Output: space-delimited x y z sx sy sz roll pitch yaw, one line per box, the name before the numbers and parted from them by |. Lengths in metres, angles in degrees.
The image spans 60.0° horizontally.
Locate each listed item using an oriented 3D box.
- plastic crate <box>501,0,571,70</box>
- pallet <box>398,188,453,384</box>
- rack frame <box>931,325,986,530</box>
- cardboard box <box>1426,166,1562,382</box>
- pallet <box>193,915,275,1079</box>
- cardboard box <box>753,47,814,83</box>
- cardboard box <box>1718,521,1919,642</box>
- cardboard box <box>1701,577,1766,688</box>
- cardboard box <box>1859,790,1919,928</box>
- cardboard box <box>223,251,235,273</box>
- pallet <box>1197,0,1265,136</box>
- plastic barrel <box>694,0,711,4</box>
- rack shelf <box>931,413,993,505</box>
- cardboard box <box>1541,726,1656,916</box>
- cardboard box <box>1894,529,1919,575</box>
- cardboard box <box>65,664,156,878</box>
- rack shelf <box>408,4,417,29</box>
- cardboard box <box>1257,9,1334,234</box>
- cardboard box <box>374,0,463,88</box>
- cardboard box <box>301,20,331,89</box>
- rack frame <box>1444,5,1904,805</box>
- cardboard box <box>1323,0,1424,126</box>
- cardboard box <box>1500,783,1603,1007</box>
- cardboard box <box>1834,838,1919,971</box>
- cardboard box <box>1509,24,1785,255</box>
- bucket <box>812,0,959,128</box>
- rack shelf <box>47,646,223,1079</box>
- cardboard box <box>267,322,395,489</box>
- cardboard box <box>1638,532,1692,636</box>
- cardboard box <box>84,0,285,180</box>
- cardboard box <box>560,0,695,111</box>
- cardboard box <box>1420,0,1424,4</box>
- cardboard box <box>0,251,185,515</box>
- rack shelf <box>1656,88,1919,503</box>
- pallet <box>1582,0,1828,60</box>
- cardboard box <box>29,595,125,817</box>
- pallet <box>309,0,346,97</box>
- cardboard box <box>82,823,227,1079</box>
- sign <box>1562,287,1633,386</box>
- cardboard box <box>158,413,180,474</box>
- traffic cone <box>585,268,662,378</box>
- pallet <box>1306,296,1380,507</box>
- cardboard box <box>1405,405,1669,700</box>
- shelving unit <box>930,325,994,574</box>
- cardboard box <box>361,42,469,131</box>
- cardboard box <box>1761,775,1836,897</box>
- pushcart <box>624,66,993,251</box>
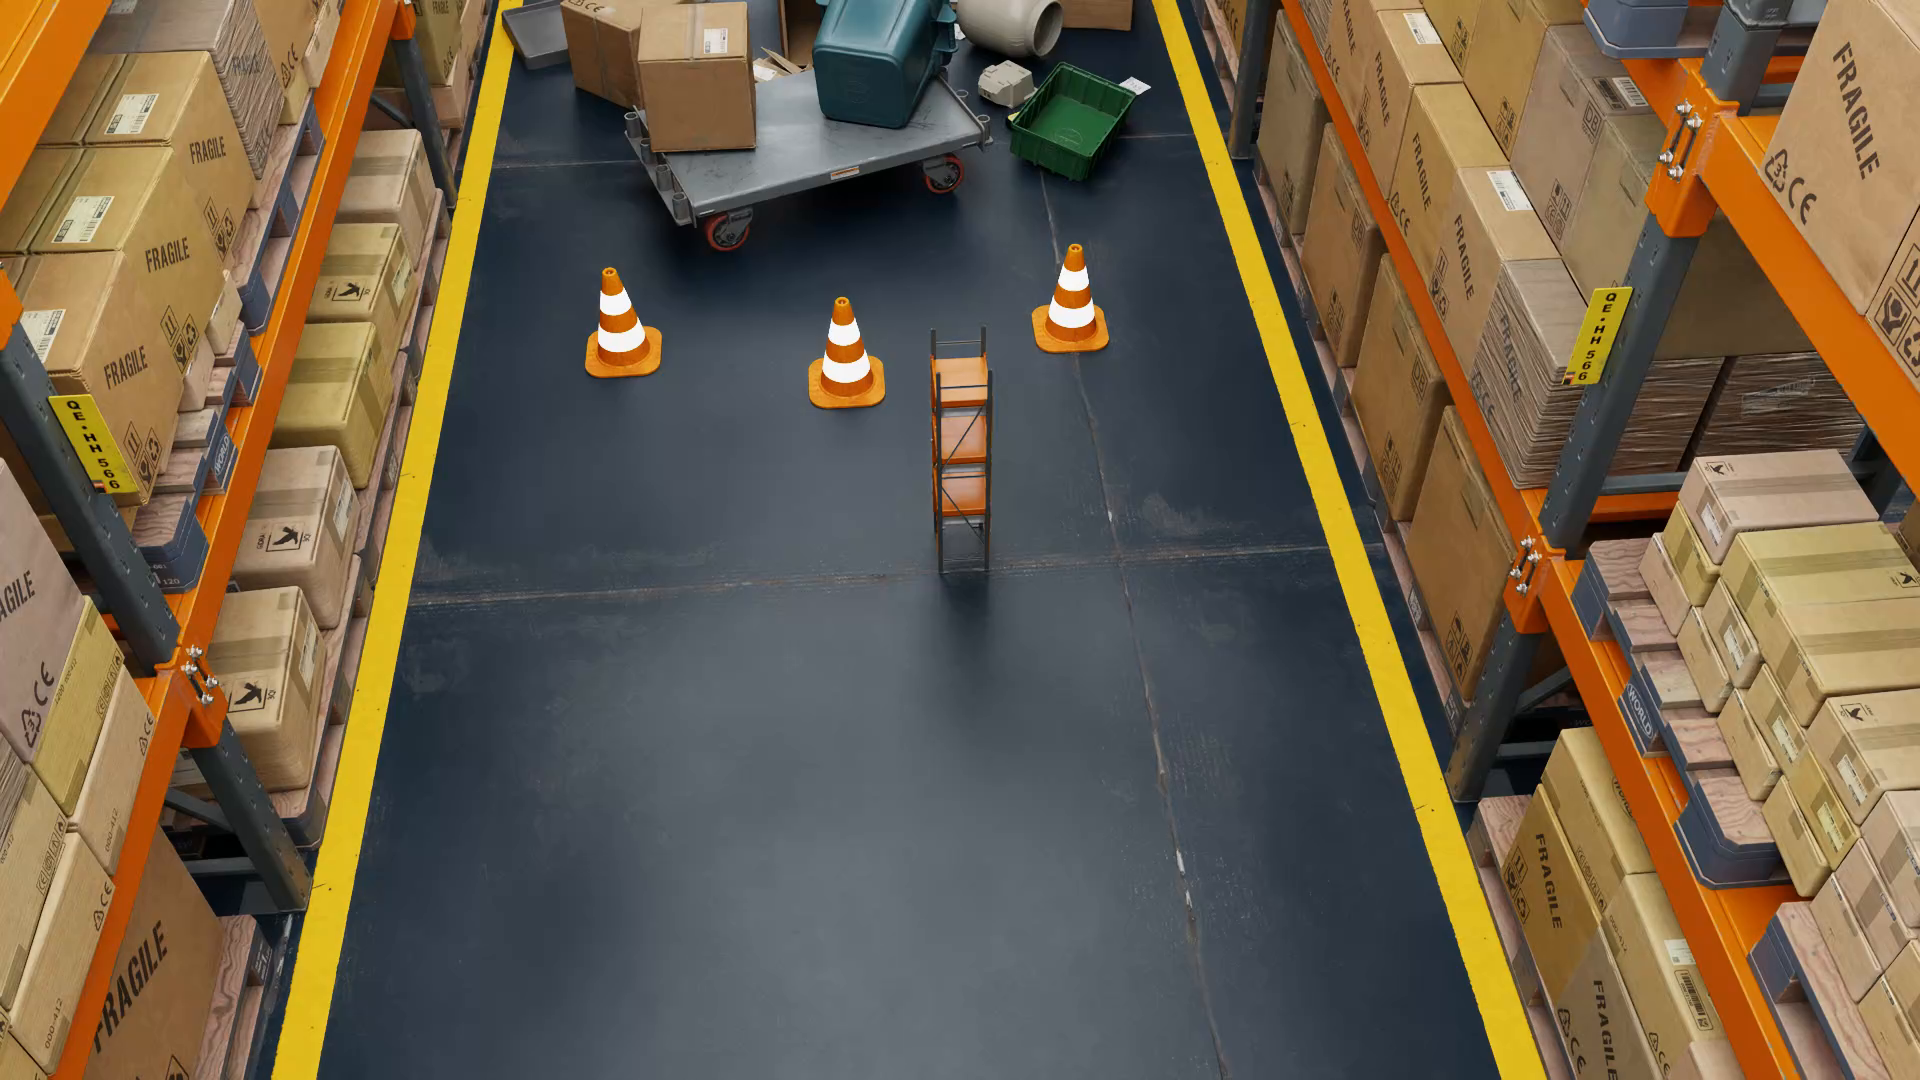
plastic crate | -2.339 -2.875 9.418 0.402 0.080 0.583 -19 49 -17
pallet | -2.958 -1.171 7.714 1.003 0.211 1.213 -3 47 -3
rack frame | -0.006 -0.411 6.416 0.200 1.050 0.008 -3 47 -3
cardboard box | 1.889 -0.878 5.447 0.500 0.500 0.500 -3 47 -3
pallet | -2.699 1.735 4.962 1.003 0.211 1.213 -3 47 -3
cardboard box | -0.954 -2.473 8.909 0.258 0.266 0.396 -36 56 -29
cardboard box | 2.105 0.105 4.059 0.380 0.149 0.250 -5 47 -4
cardboard box | 2.100 0.225 4.150 0.380 0.149 0.250 -1 47 -1
cardboard box | 2.167 0.670 3.524 0.380 0.149 0.250 -2 47 -1
cardboard box | -2.599 -0.881 5.402 0.380 0.149 0.250 -1 47 -1
pallet | 1.914 -2.663 9.127 1.003 0.211 1.213 -3 47 -3
plastic barrel | -1.678 -3.299 9.583 0.512 0.421 0.421 27 52 23
rack shelf | 0.004 -0.315 6.340 0.215 0.259 0.240 -3 47 -3
cardboard box | 2.051 0.798 4.844 0.500 0.250 0.500 -5 47 -5
cardboard box | 2.734 0.098 4.475 0.380 0.149 0.250 -3 47 -3
cardboard box | -2.389 0.603 4.217 0.500 0.250 0.500 -5 47 -5
rack shelf | -3.192 -3.893 8.866 1.077 0.370 4.000 -3 47 -3
cardboard box | 2.041 -1.994 7.833 1.050 0.750 0.750 -4 47 -3
cardboard box | -2.805 -2.593 8.228 0.500 0.500 0.500 -1 47 -1
cardboard box | -2.620 -1.835 6.306 0.380 0.149 0.250 -3 47 -3
rack frame | 2.234 -0.173 4.848 1.000 3.000 0.127 -3 47 -3
cardboard box | 1.758 -1.978 6.488 0.500 0.500 0.500 -4 47 -4
cardboard box | 2.039 1.069 5.104 0.500 0.500 0.500 -5 47 -5
cardboard box | 2.167 0.780 3.624 0.380 0.149 0.250 -3 47 -3
cardboard box | 2.163 -1.243 5.103 0.700 0.500 0.500 -4 47 -4
bucket | -0.409 -2.423 8.186 0.726 0.611 0.620 11 58 10
rack shelf | -2.522 1.895 3.385 1.077 0.370 4.000 -3 47 -3
cardboard box | -2.855 -0.532 6.708 0.950 0.372 0.625 -2 47 -2
cardboard box | 2.071 0.105 4.469 0.380 0.149 0.250 -4 47 -4
cardboard box | -2.633 -1.543 5.582 0.500 0.500 0.500 -5 47 -5
cardboard box | -1.758 -2.692 8.954 0.500 0.500 0.500 27 52 23
cardboard box | 2.034 -2.349 6.151 0.700 0.500 0.500 -3 47 -3
cardboard box | -2.497 -0.420 4.519 0.500 0.500 0.500 -5 47 -4
rack shelf | 2.402 0.490 2.650 1.077 0.370 4.000 -3 47 -3
pallet | 2.128 -1.602 4.266 1.213 0.211 1.003 -2 47 -1
cardboard box | -2.396 0.415 4.050 0.500 0.250 0.500 -4 47 -3
pallet | -3.106 -2.065 6.772 1.003 0.211 1.213 -3 47 -3
cardboard box | -2.715 1.292 4.635 0.875 0.875 0.875 -4 47 -4
sign | 1.682 -0.535 4.393 0.100 0.325 0.005 -3 47 -3
cardboard box | -2.522 -0.310 4.862 0.380 0.149 0.250 -6 47 -6
traffic cone | -1.526 -1.009 7.387 0.336 0.463 0.334 -3 47 -3
pallet | 2.144 -0.670 7.239 1.003 0.211 1.213 -3 47 -3
cardboard box | 2.273 0.010 5.935 1.050 0.750 0.750 -4 47 -4
shelving unit | 0.004 -0.322 6.332 0.215 1.050 0.252 -3 47 -3
cardboard box | -2.805 -2.335 8.500 0.500 0.250 0.500 -5 47 -5
cardboard box | 2.140 0.689 3.915 0.380 0.149 0.250 -2 47 -1
pushcart | -0.757 -1.966 8.352 1.648 0.377 0.936 -19 49 -17
